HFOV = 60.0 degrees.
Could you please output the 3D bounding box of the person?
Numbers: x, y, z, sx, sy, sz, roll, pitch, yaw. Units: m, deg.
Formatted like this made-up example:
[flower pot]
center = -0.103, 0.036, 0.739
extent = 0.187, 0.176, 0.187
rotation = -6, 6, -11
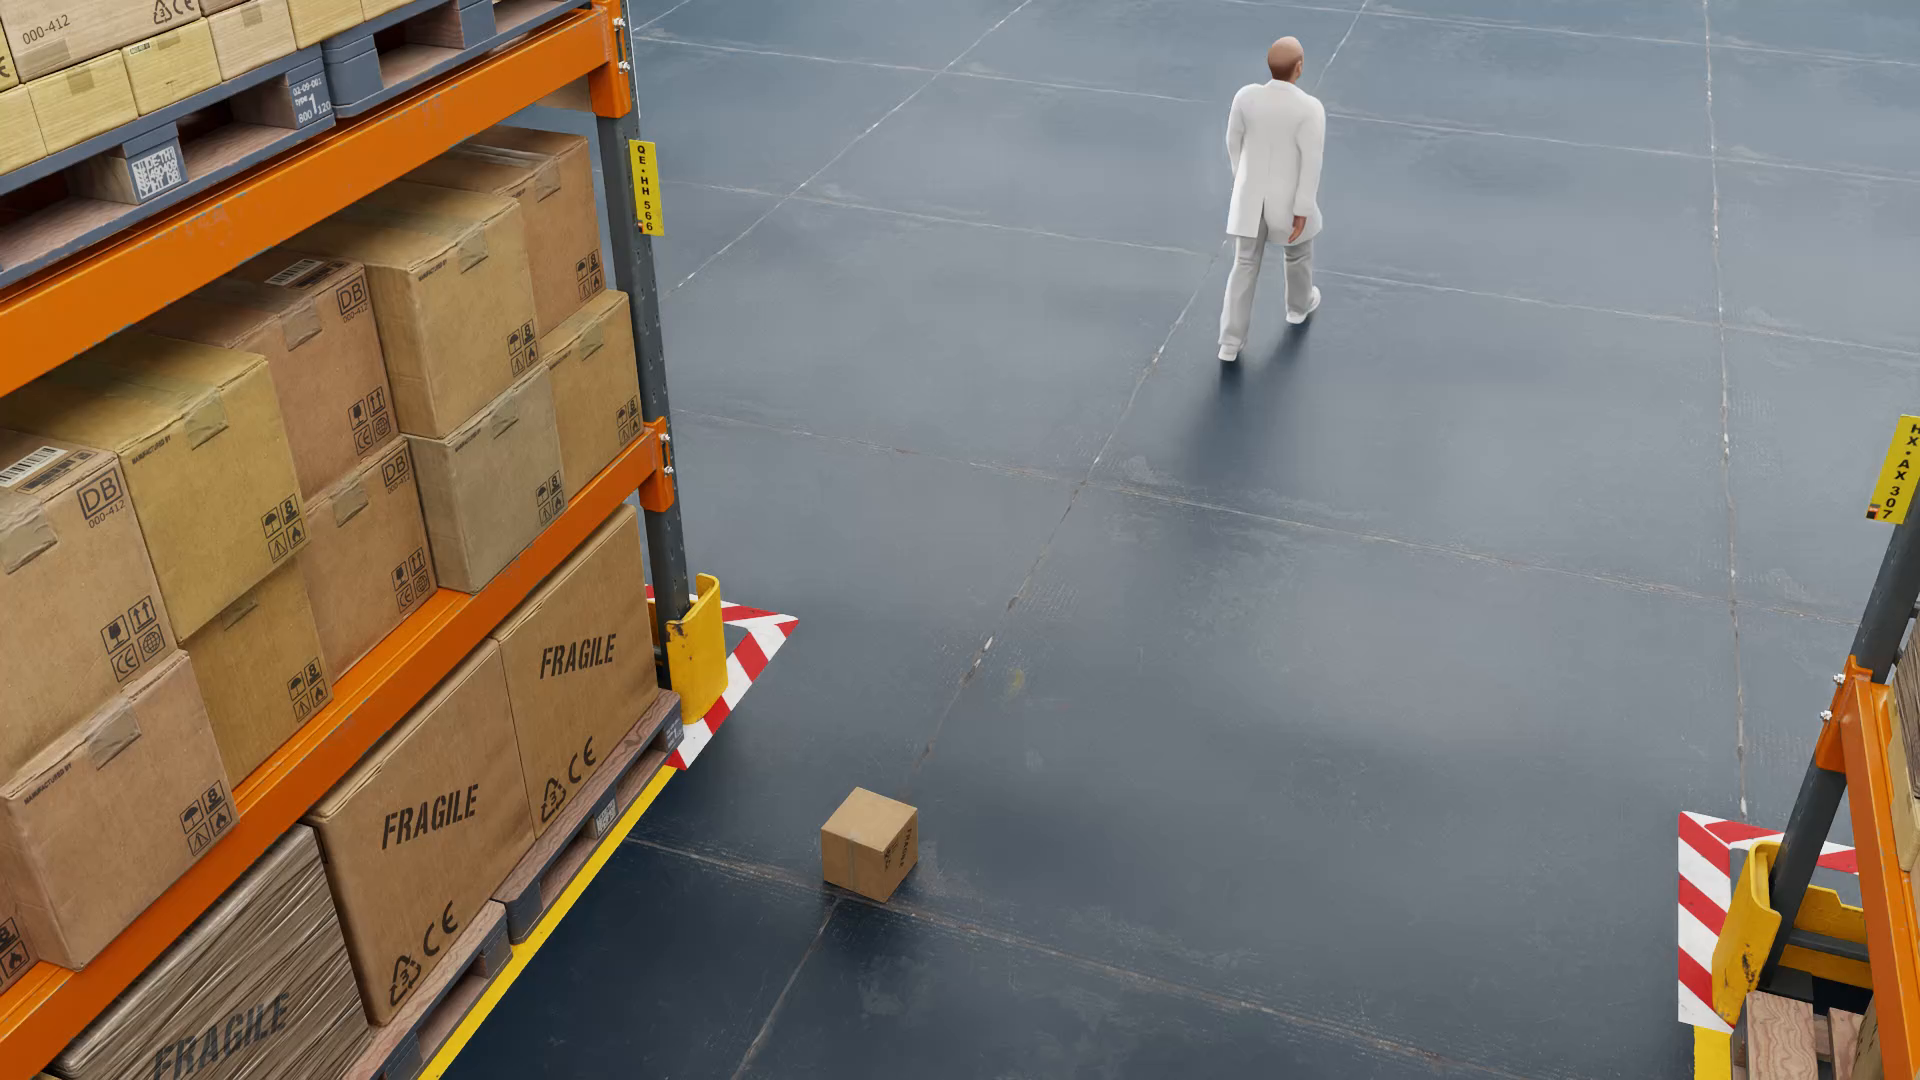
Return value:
[person]
center = 1.742, -1.934, 9.135
extent = 0.587, 1.720, 1.066
rotation = 16, 36, 23
